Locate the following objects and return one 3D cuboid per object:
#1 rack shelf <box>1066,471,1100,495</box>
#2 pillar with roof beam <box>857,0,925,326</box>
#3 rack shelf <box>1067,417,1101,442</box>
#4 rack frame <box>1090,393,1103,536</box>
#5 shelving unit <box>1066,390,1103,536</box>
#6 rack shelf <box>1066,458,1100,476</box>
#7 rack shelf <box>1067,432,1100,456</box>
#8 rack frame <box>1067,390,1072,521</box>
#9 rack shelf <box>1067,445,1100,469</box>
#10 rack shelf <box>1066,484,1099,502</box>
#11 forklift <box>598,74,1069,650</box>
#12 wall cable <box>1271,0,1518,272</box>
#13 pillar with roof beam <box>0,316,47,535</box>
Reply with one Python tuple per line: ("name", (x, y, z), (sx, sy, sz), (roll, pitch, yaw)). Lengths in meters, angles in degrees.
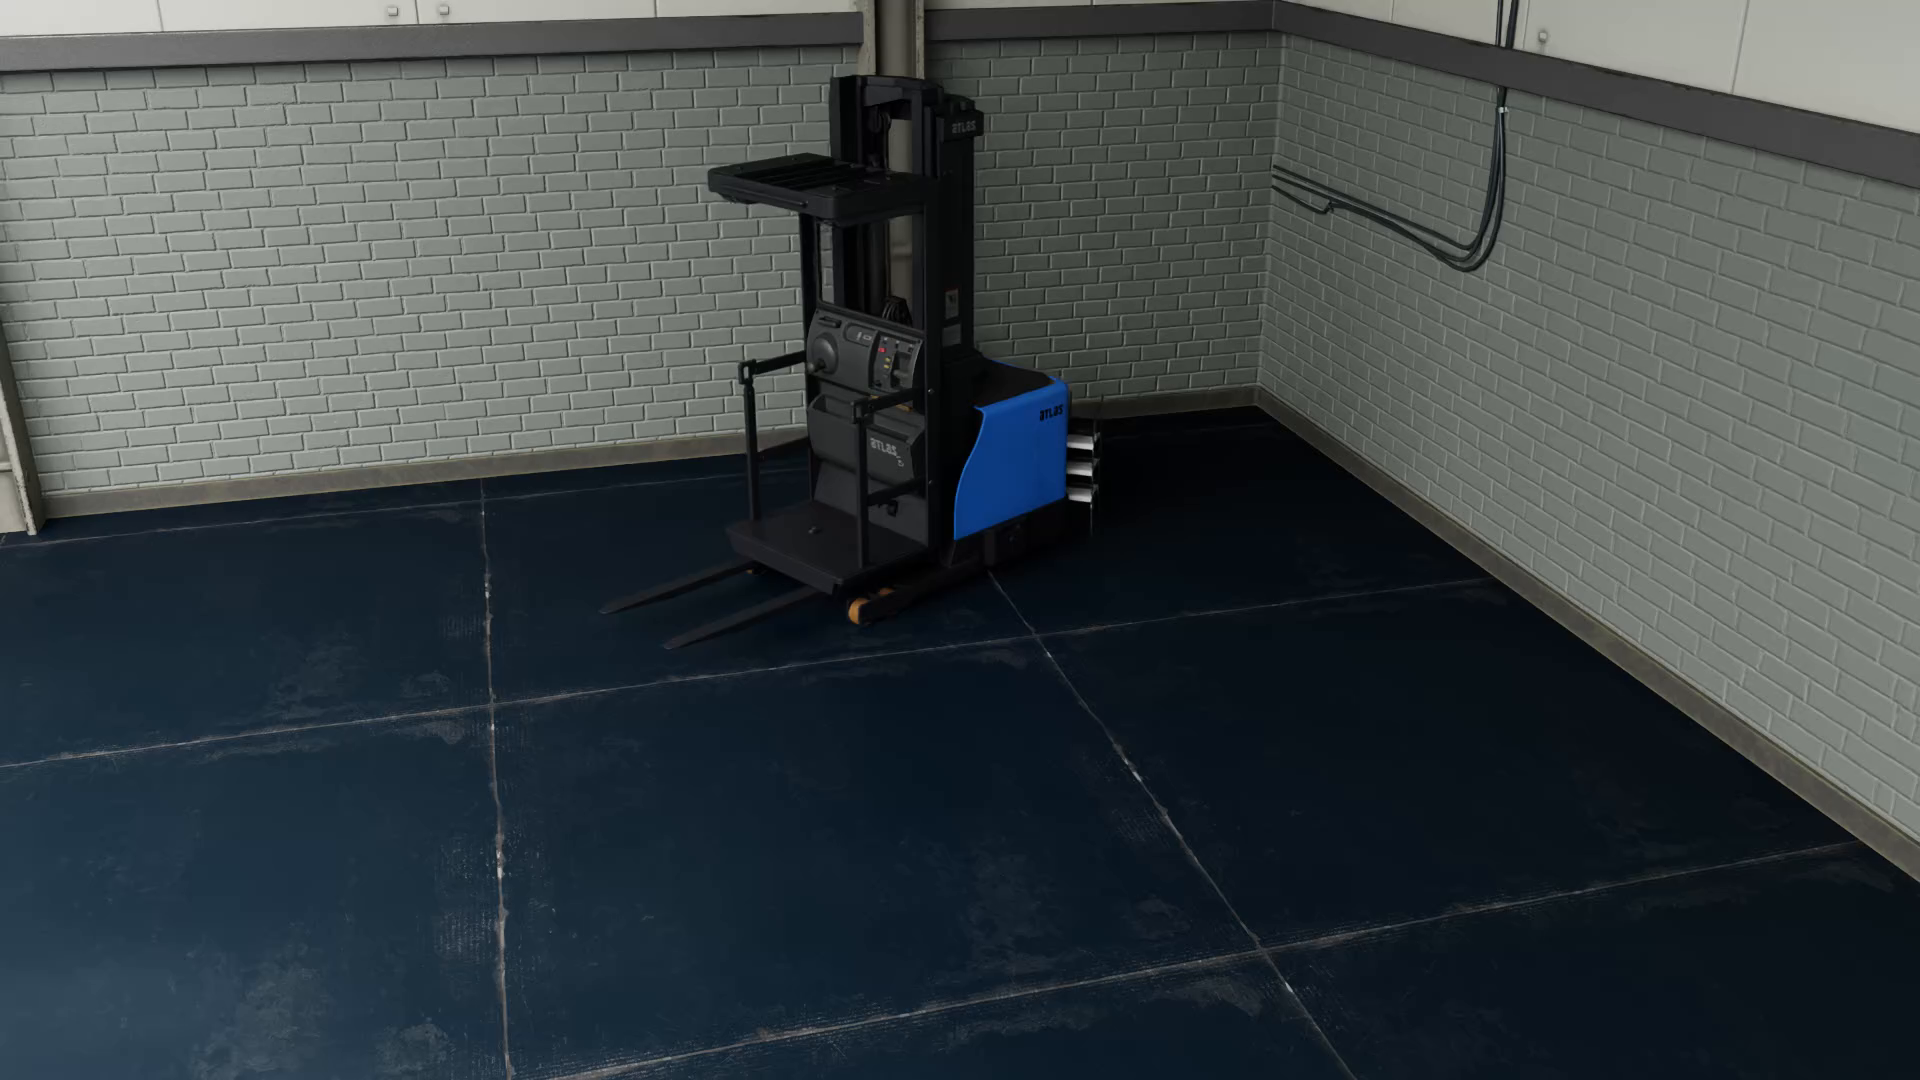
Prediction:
("rack shelf", (0.785, -0.382, 10.812), (0.200, 0.077, 0.258), (7, 24, 15))
("pillar with roof beam", (0.695, -3.215, 6.831), (0.400, 9.000, 9.100), (-6, 24, -14))
("rack shelf", (0.785, -0.713, 10.671), (0.200, 0.077, 0.258), (7, 24, 15))
("rack frame", (0.883, -0.484, 10.737), (0.006, 0.900, 0.240), (7, 24, 15))
("shelving unit", (0.785, -0.496, 10.764), (0.210, 0.900, 0.258), (7, 24, 15))
("rack shelf", (0.785, -0.465, 10.777), (0.200, 0.077, 0.258), (7, 24, 15))
("rack shelf", (0.785, -0.630, 10.706), (0.200, 0.077, 0.258), (7, 24, 15))
("rack frame", (0.688, -0.507, 10.790), (0.006, 0.900, 0.240), (7, 24, 15))
("rack shelf", (0.785, -0.548, 10.742), (0.200, 0.077, 0.258), (7, 24, 15))
("rack shelf", (0.785, -0.300, 10.848), (0.200, 0.077, 0.258), (7, 24, 15))
("forklift", (-0.709, -1.076, 9.541), (3.031, 2.935, 1.130), (-21, 31, -40))
("wall cable", (2.725, -3.234, 10.814), (0.112, 2.526, 3.097), (-6, 24, -14))
("pillar with roof beam", (-5.082, -2.576, 5.342), (0.400, 9.000, 9.100), (-6, 24, -14))
